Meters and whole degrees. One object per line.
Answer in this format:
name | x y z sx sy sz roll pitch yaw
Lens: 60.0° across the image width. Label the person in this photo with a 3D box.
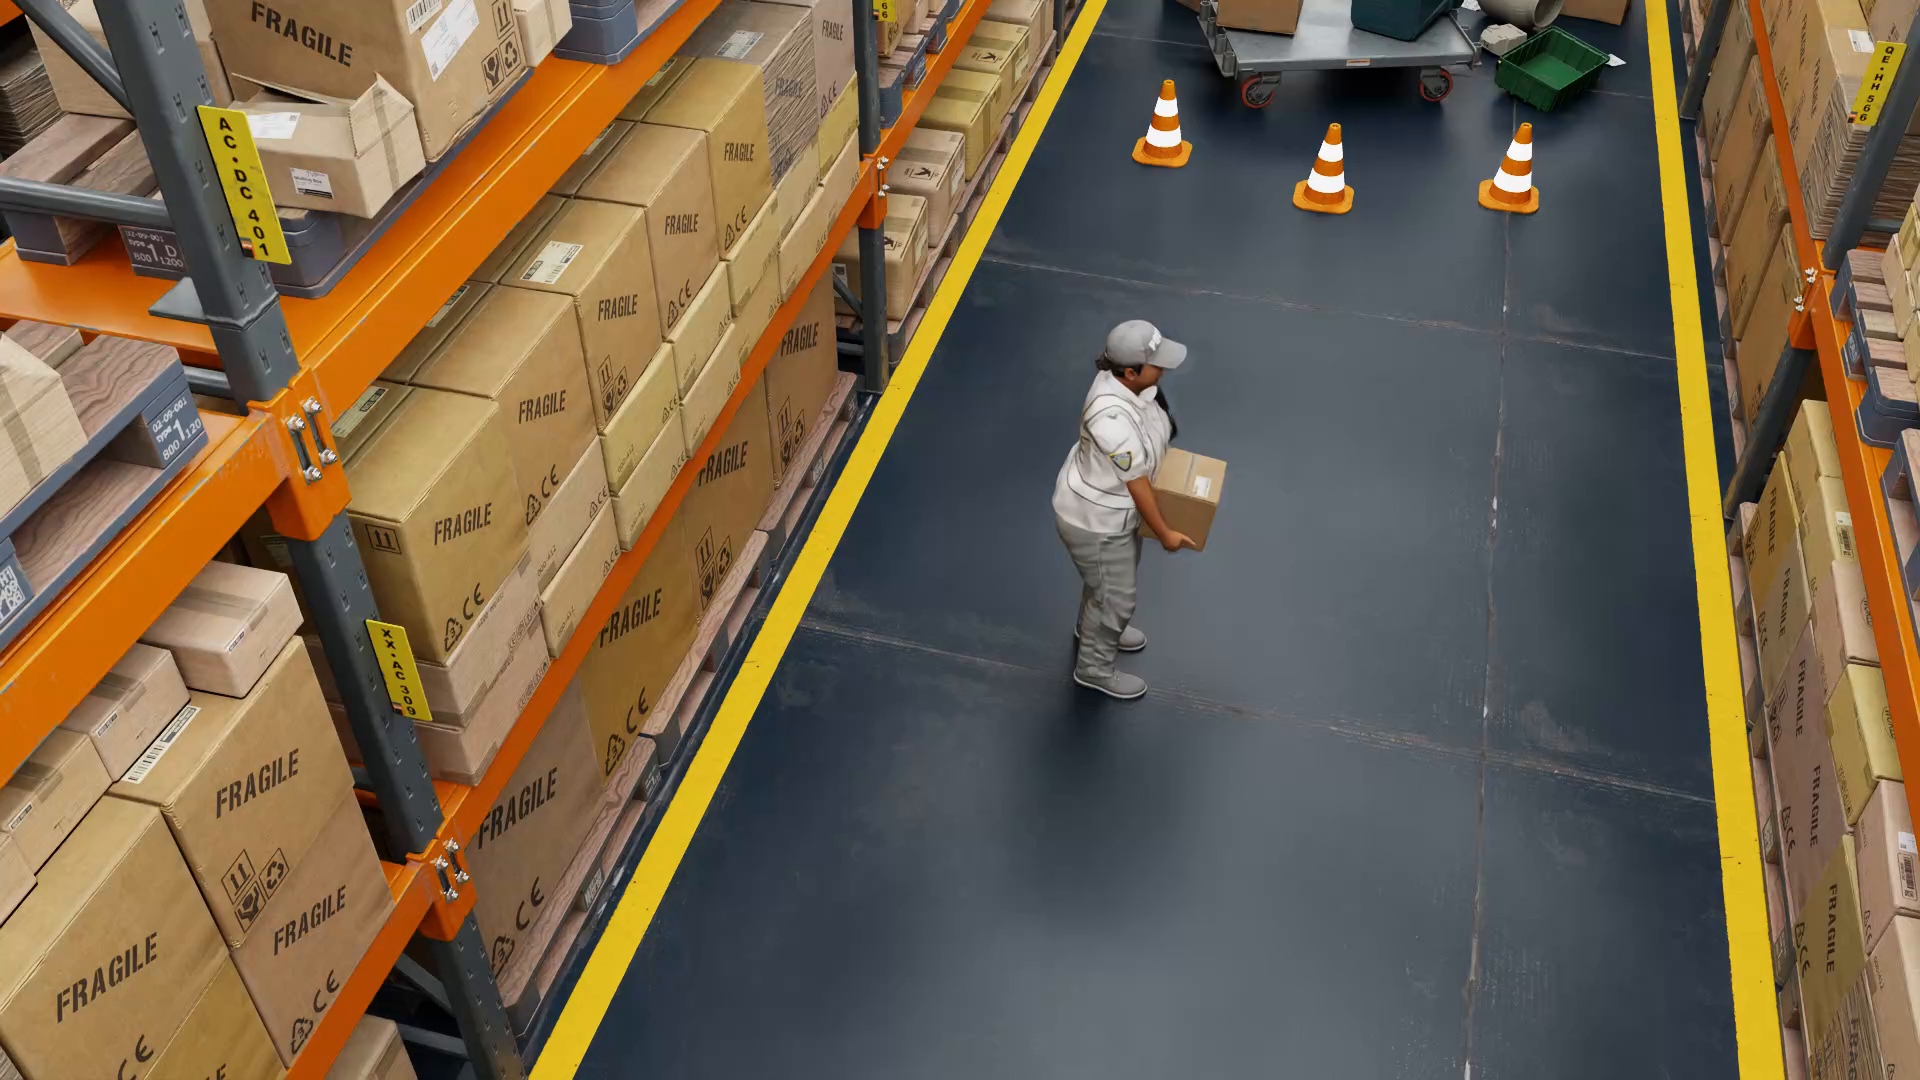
person | 0.633 -0.115 6.299 0.560 1.660 0.452 9 42 11
